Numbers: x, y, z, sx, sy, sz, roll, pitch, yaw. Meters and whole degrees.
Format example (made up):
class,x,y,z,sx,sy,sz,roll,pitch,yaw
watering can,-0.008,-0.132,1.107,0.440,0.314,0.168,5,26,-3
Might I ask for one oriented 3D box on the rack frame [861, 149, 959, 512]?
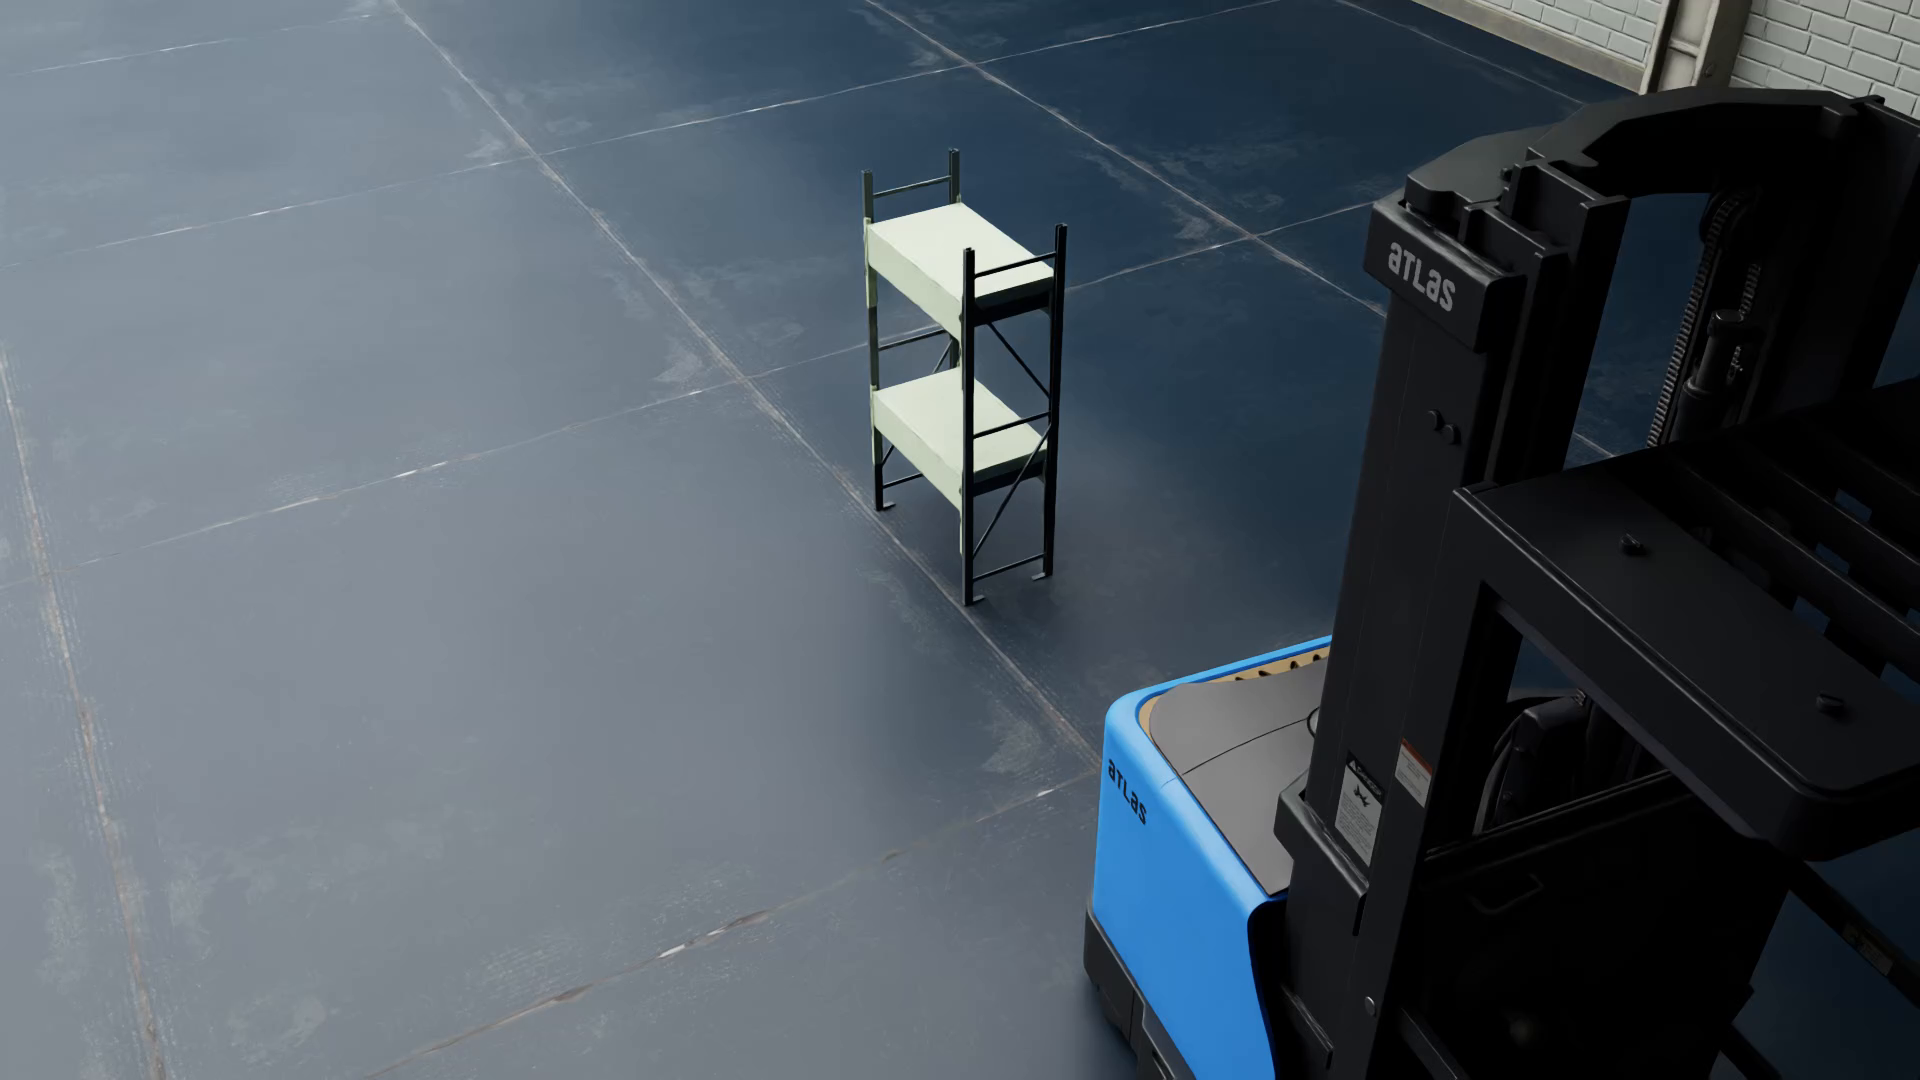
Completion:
class,x,y,z,sx,sy,sz,roll,pitch,yaw
rack frame,-0.181,-0.789,6.559,0.400,1.500,0.023,-19,40,-24

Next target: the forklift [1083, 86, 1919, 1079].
class,x,y,z,sx,sy,sz,roll,pitch,yaw
forklift,1.399,0.792,3.180,1.130,2.935,3.031,-14,38,-18

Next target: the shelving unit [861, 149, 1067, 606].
class,x,y,z,sx,sy,sz,roll,pitch,yaw
shelving unit,0.003,-0.602,6.303,0.431,1.500,0.755,-19,40,-24

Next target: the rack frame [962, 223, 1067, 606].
class,x,y,z,sx,sy,sz,roll,pitch,yaw
rack frame,0.187,-0.416,6.047,0.400,1.500,0.023,-19,40,-24

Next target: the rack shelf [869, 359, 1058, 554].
class,x,y,z,sx,sy,sz,roll,pitch,yaw
rack shelf,0.003,-0.339,6.495,0.431,0.370,0.720,-19,40,-24

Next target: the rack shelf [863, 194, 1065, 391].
class,x,y,z,sx,sy,sz,roll,pitch,yaw
rack shelf,0.003,-0.917,6.073,0.431,0.370,0.720,-19,40,-24

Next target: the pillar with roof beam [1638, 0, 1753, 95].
class,x,y,z,sx,sy,sz,roll,pitch,yaw
pillar with roof beam,0.731,-4.985,5.946,9.100,9.000,0.400,-19,40,-24
